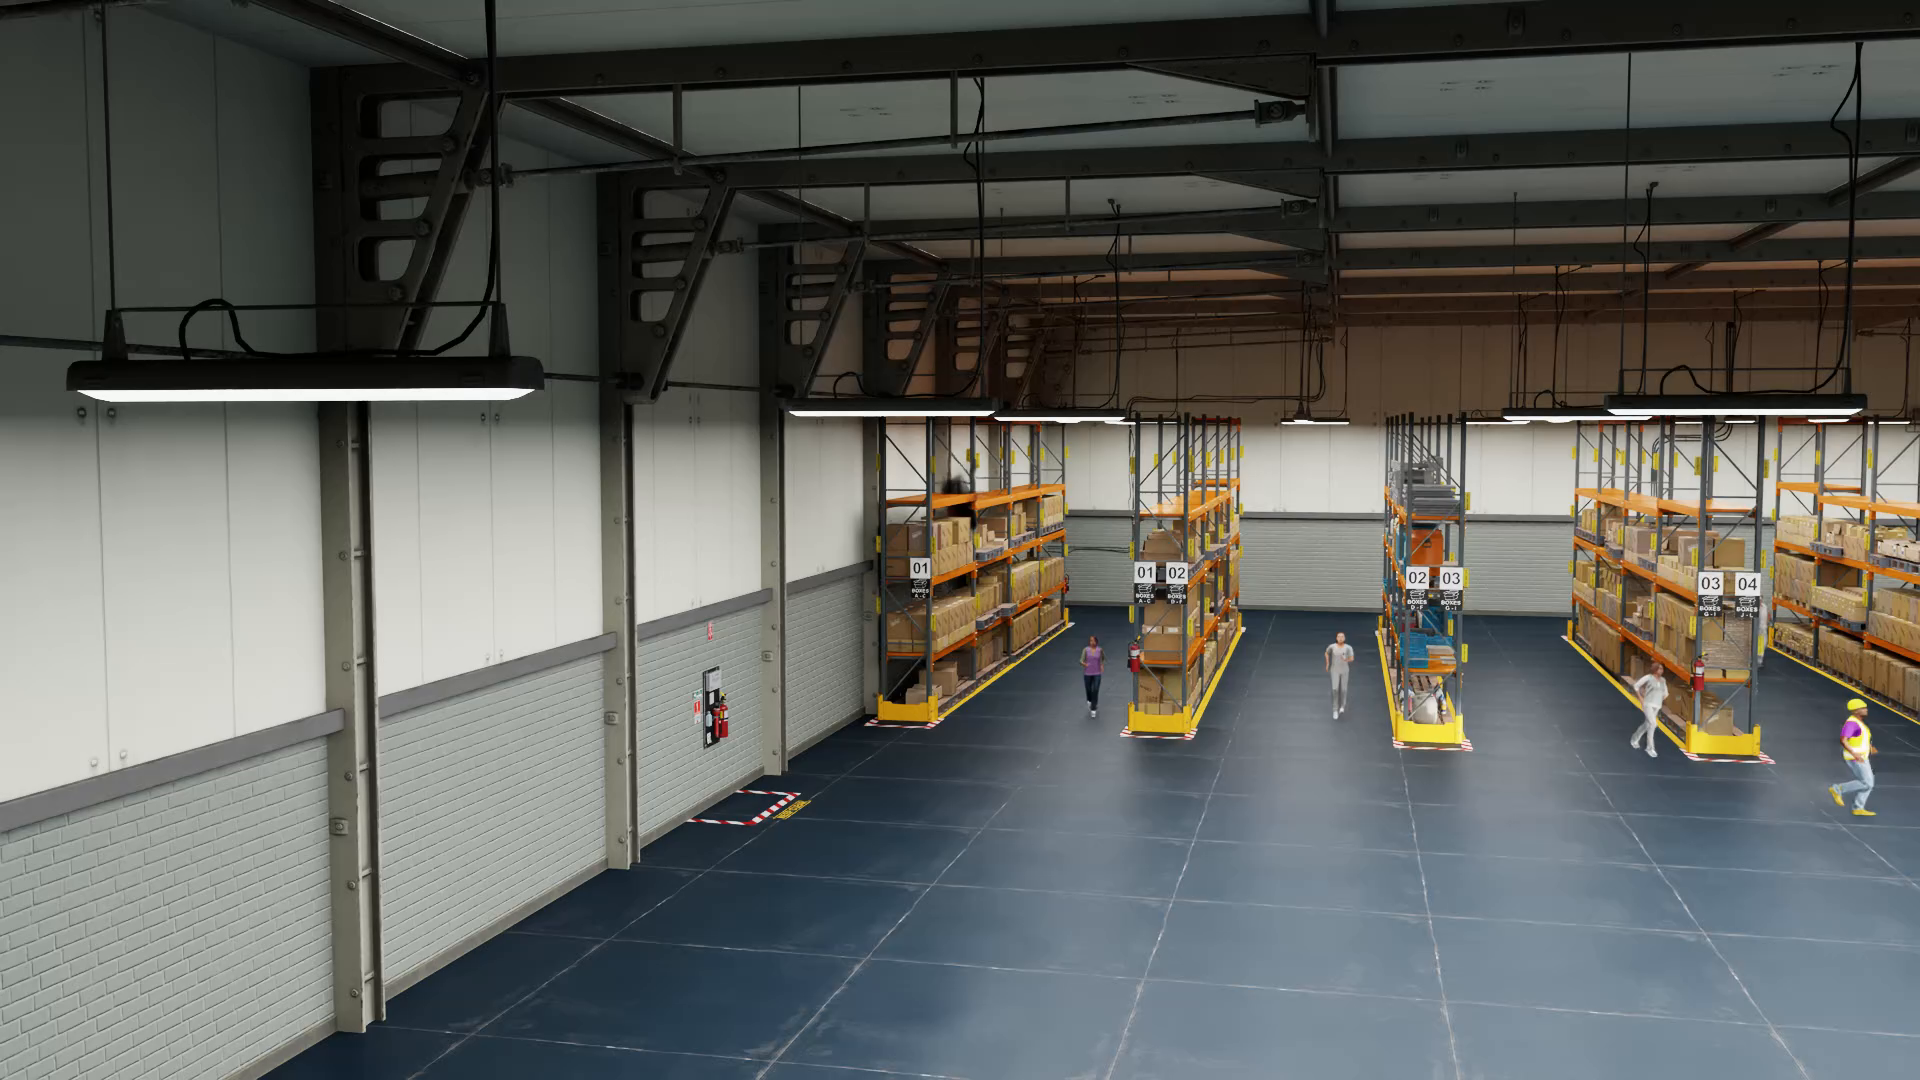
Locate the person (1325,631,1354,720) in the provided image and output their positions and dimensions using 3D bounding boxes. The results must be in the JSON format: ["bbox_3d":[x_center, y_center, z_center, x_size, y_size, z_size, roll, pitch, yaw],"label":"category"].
[{"bbox_3d":[7.511,2.649,32.900,0.541,1.715,0.830,1,4,10],"label":"person"}]

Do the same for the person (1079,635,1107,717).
[{"bbox_3d":[2.633,2.676,32.983,0.541,1.574,0.838,0,4,5],"label":"person"}]

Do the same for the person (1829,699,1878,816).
[{"bbox_3d":[13.203,3.201,24.552,0.618,1.724,0.718,3,5,35],"label":"person"}]

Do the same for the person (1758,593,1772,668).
[{"bbox_3d":[19.154,2.139,39.909,0.655,1.769,0.888,1,4,9],"label":"person"}]

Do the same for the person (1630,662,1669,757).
[{"bbox_3d":[12.180,2.956,29.273,0.528,1.616,0.713,-1,4,-20],"label":"person"}]
